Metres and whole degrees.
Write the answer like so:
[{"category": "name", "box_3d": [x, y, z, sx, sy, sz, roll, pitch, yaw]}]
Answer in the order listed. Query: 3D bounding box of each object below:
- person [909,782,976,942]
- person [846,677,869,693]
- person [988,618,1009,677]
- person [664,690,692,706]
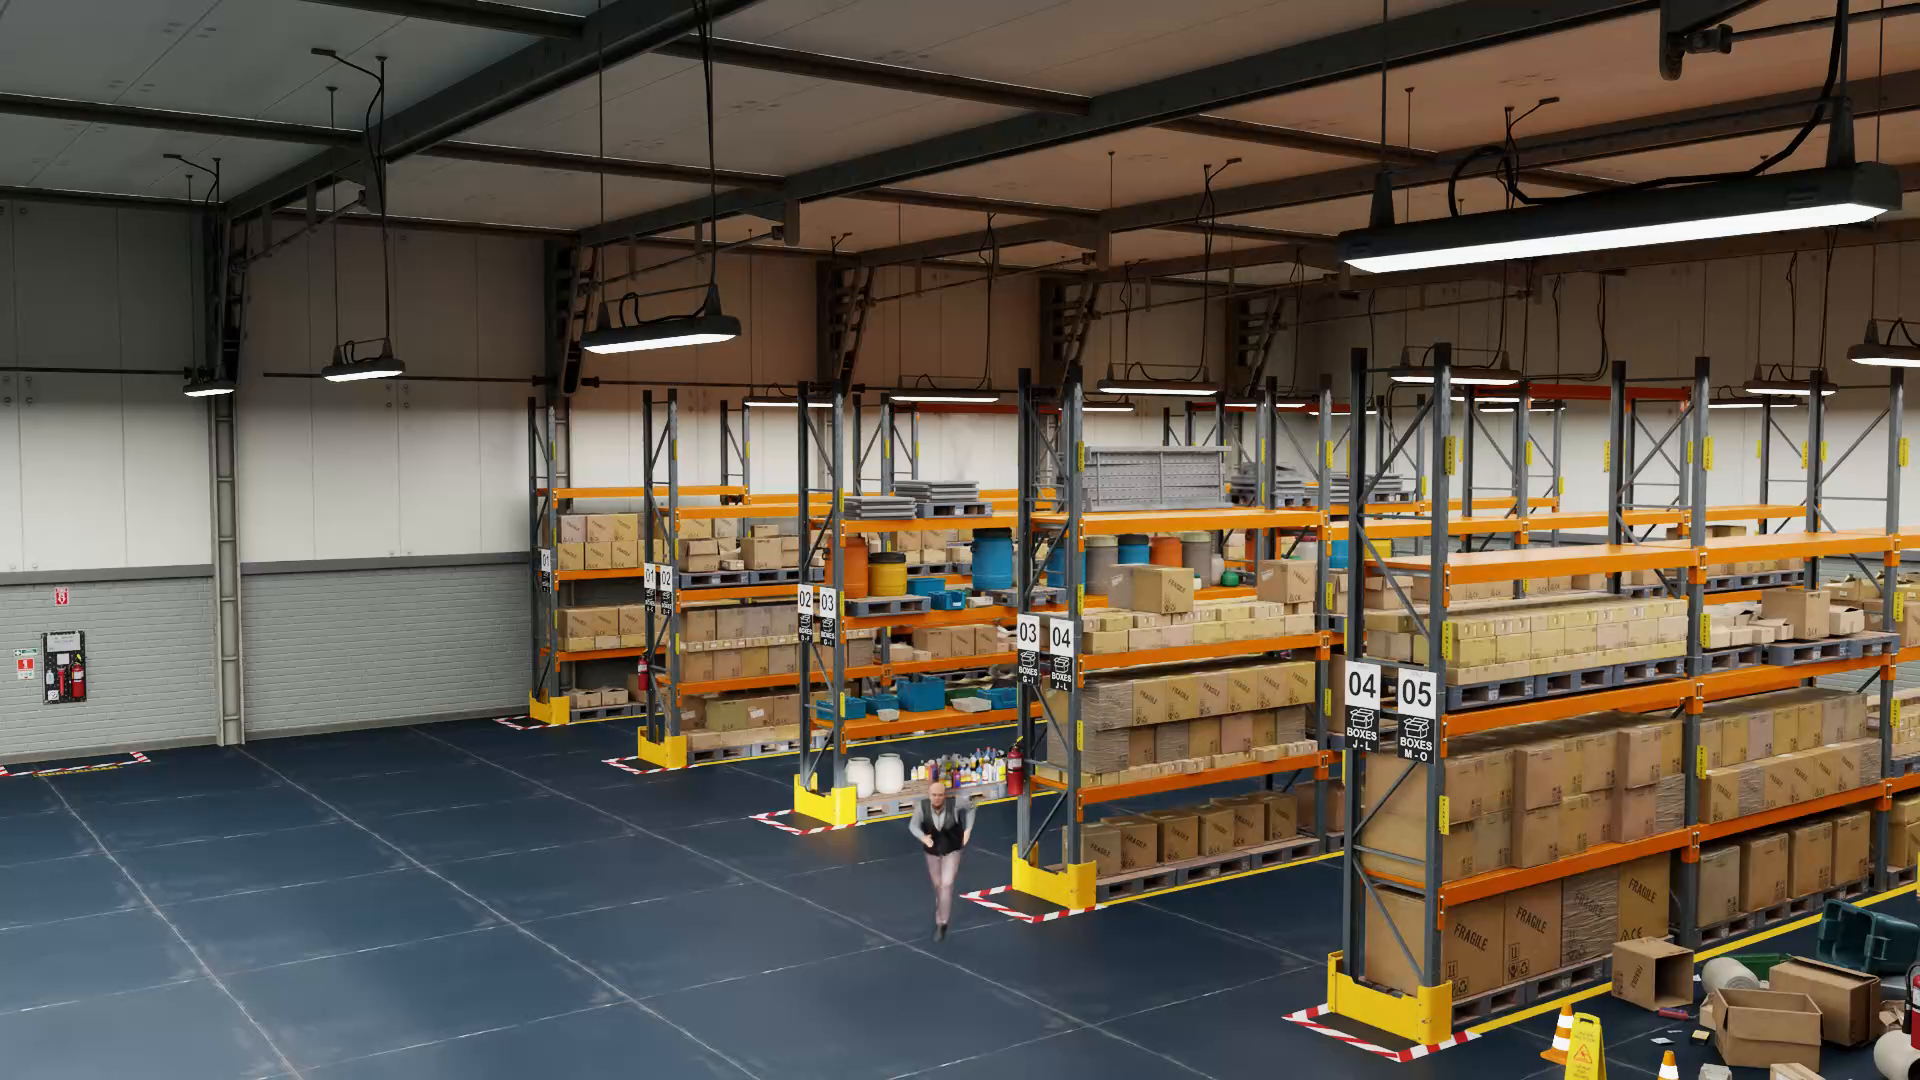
[{"category": "person", "box_3d": [-0.186, 3.326, 17.608, 0.690, 1.683, 0.986, 0, 3, 4]}, {"category": "person", "box_3d": [-1.885, 2.415, 30.885, 0.992, 1.781, 0.659, -2, 4, -36]}, {"category": "person", "box_3d": [0.722, 2.332, 33.608, 0.941, 1.651, 0.607, -3, 4, -41]}, {"category": "person", "box_3d": [-4.822, 2.615, 29.068, 0.751, 1.713, 0.596, -3, 5, -41]}]
